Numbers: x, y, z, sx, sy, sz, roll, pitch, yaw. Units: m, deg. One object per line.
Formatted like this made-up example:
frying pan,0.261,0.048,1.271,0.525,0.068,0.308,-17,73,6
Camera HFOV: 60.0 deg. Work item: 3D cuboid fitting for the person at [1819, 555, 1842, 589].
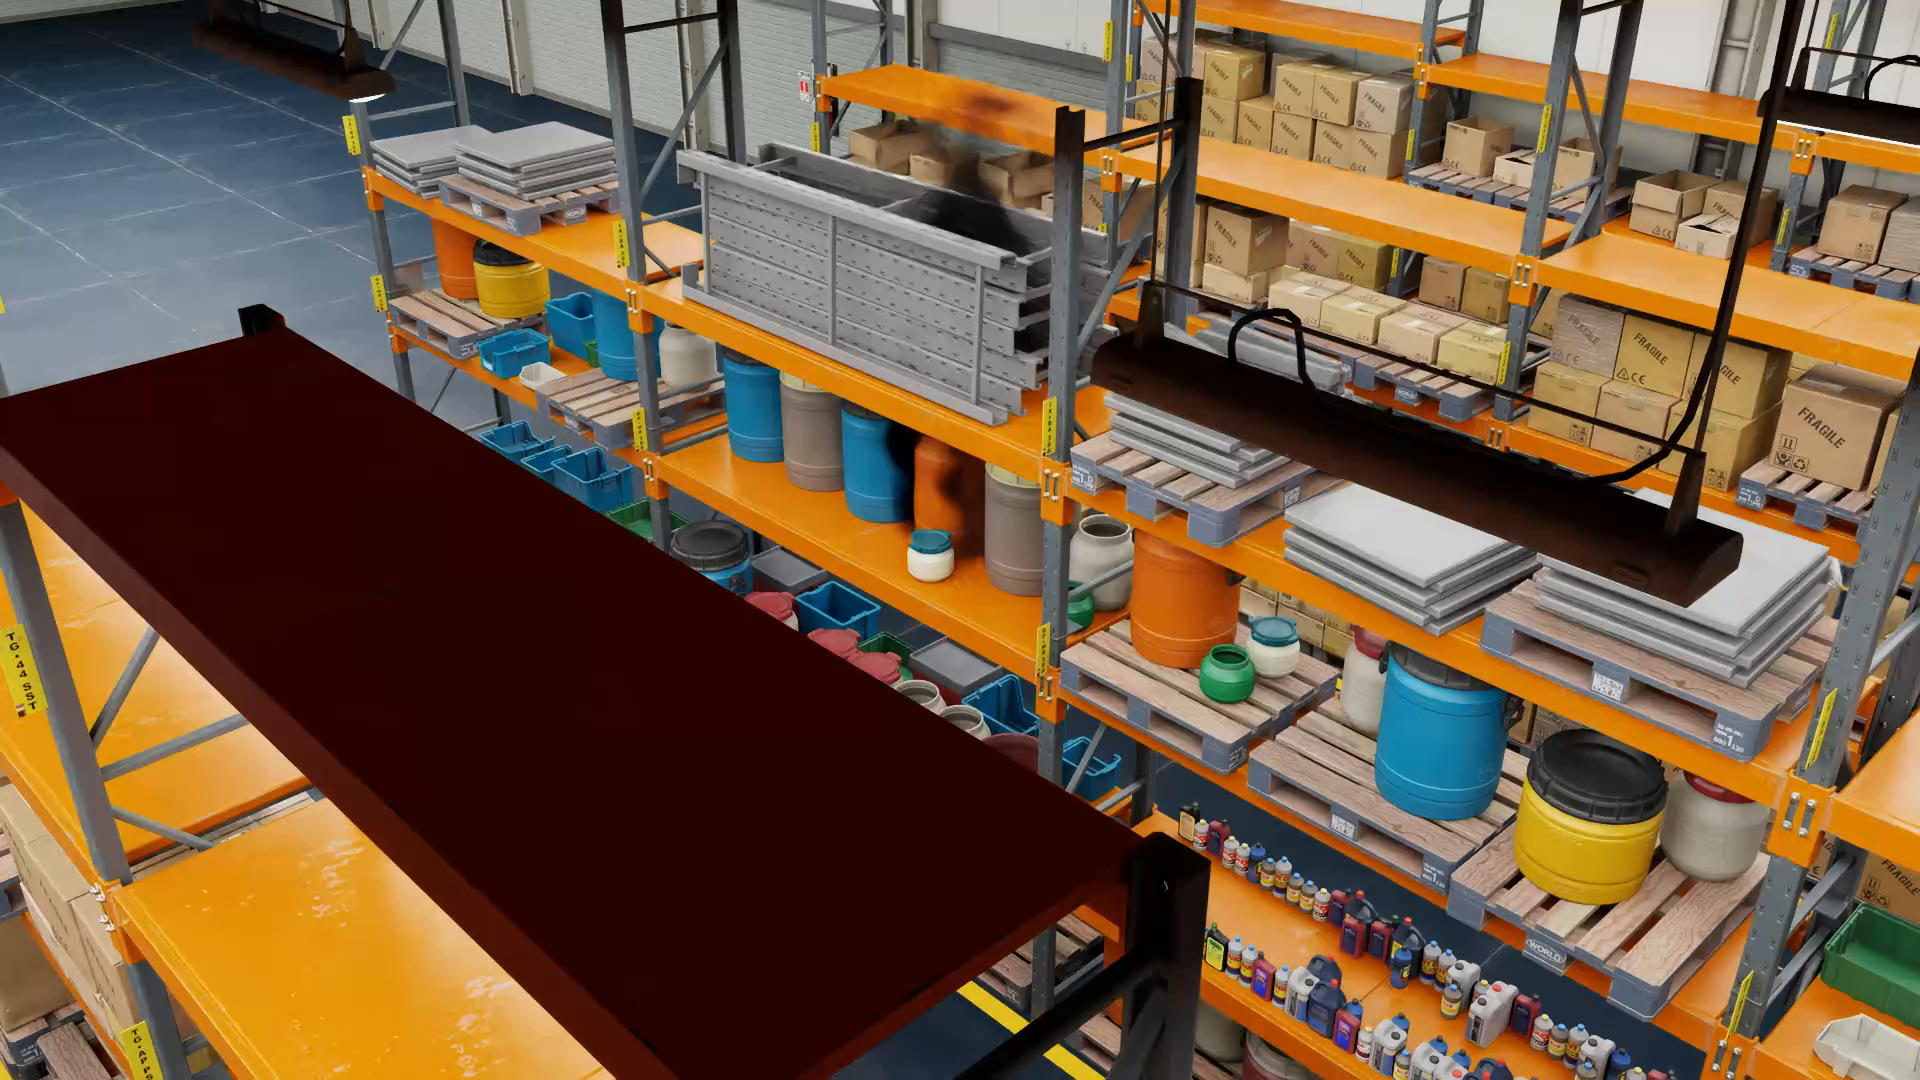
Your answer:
person,7.275,0.540,14.161,0.546,1.628,0.804,-24,36,-37

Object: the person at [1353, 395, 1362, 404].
person,3.937,-0.600,16.300,0.601,1.632,0.837,-22,35,-34
